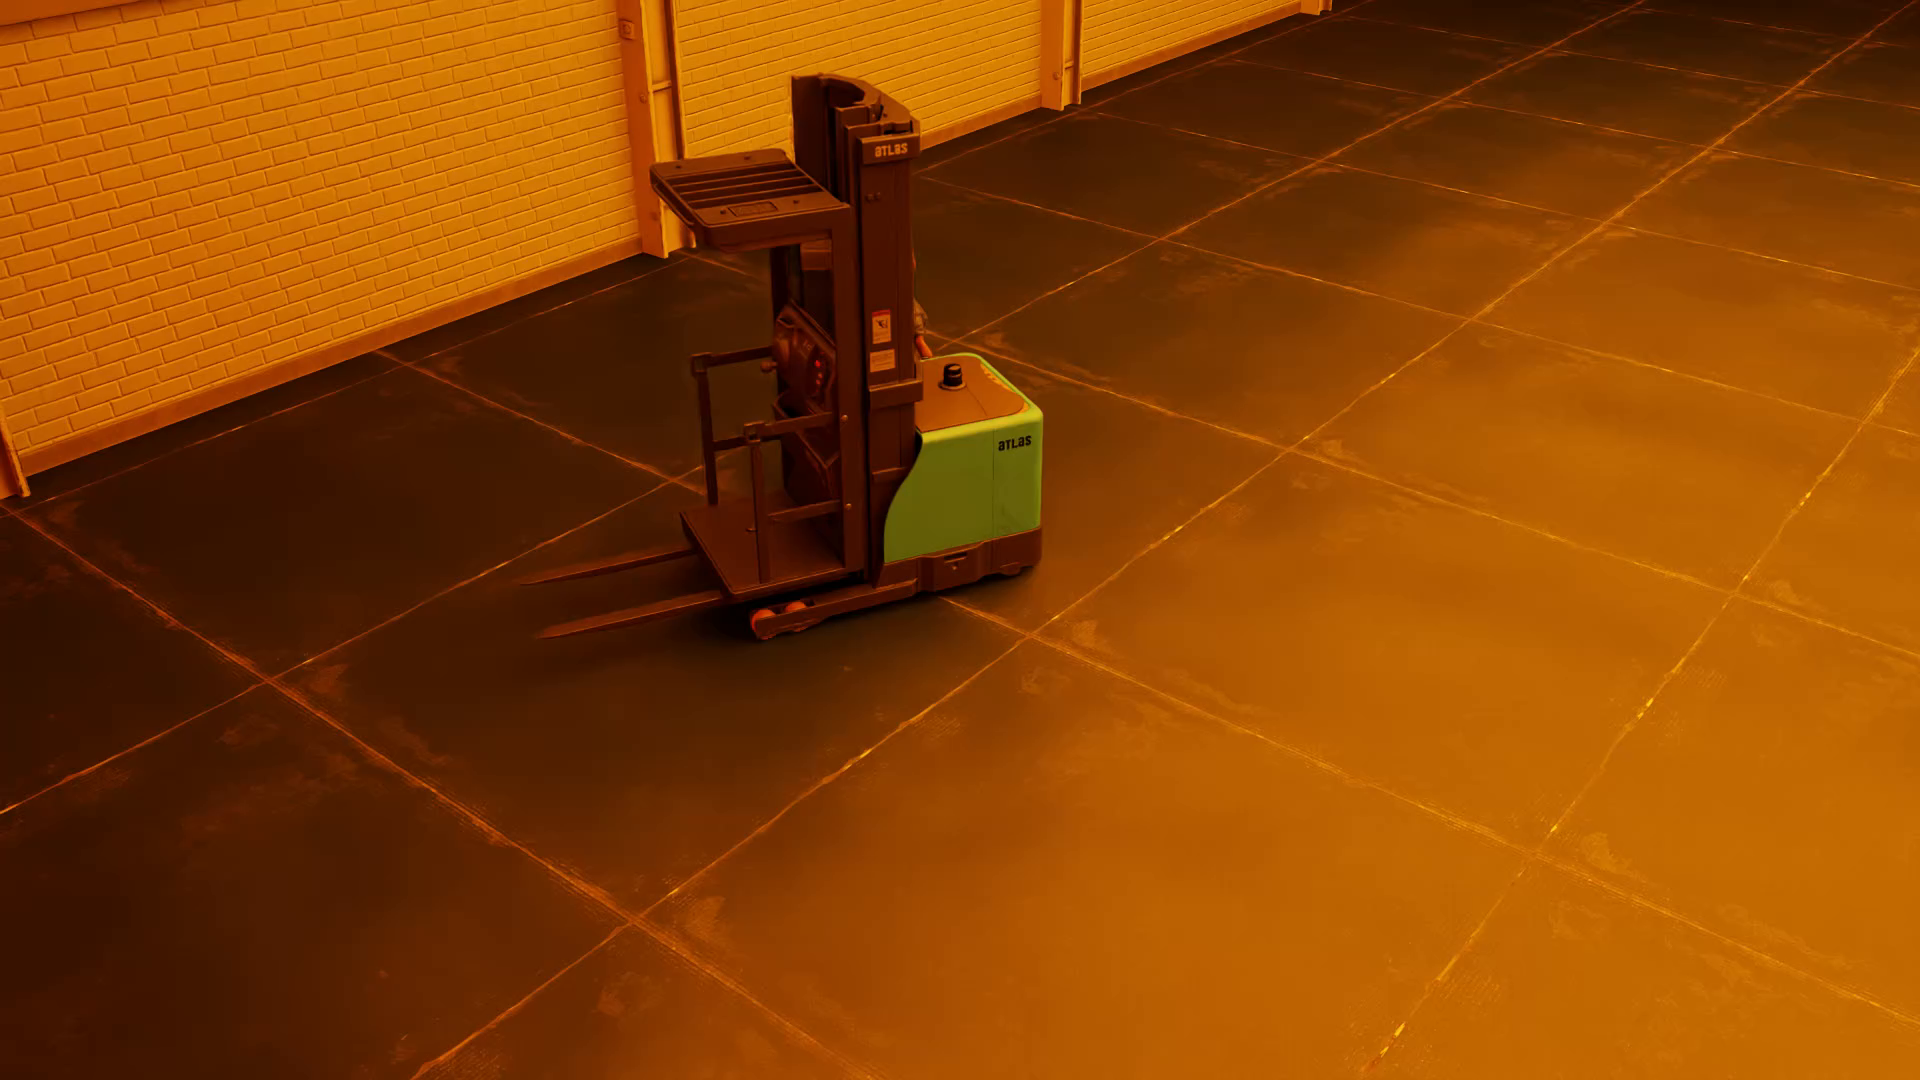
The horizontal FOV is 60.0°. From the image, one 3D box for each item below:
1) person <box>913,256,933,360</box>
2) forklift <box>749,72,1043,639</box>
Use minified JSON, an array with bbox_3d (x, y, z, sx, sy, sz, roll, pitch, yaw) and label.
[{"bbox_3d":[-0.353,-1.192,11.053,0.619,1.553,0.865,-19,35,-29],"label":"person"},{"bbox_3d":[-1.062,-1.001,9.308,3.031,2.935,1.130,-13,33,-21],"label":"forklift"}]
